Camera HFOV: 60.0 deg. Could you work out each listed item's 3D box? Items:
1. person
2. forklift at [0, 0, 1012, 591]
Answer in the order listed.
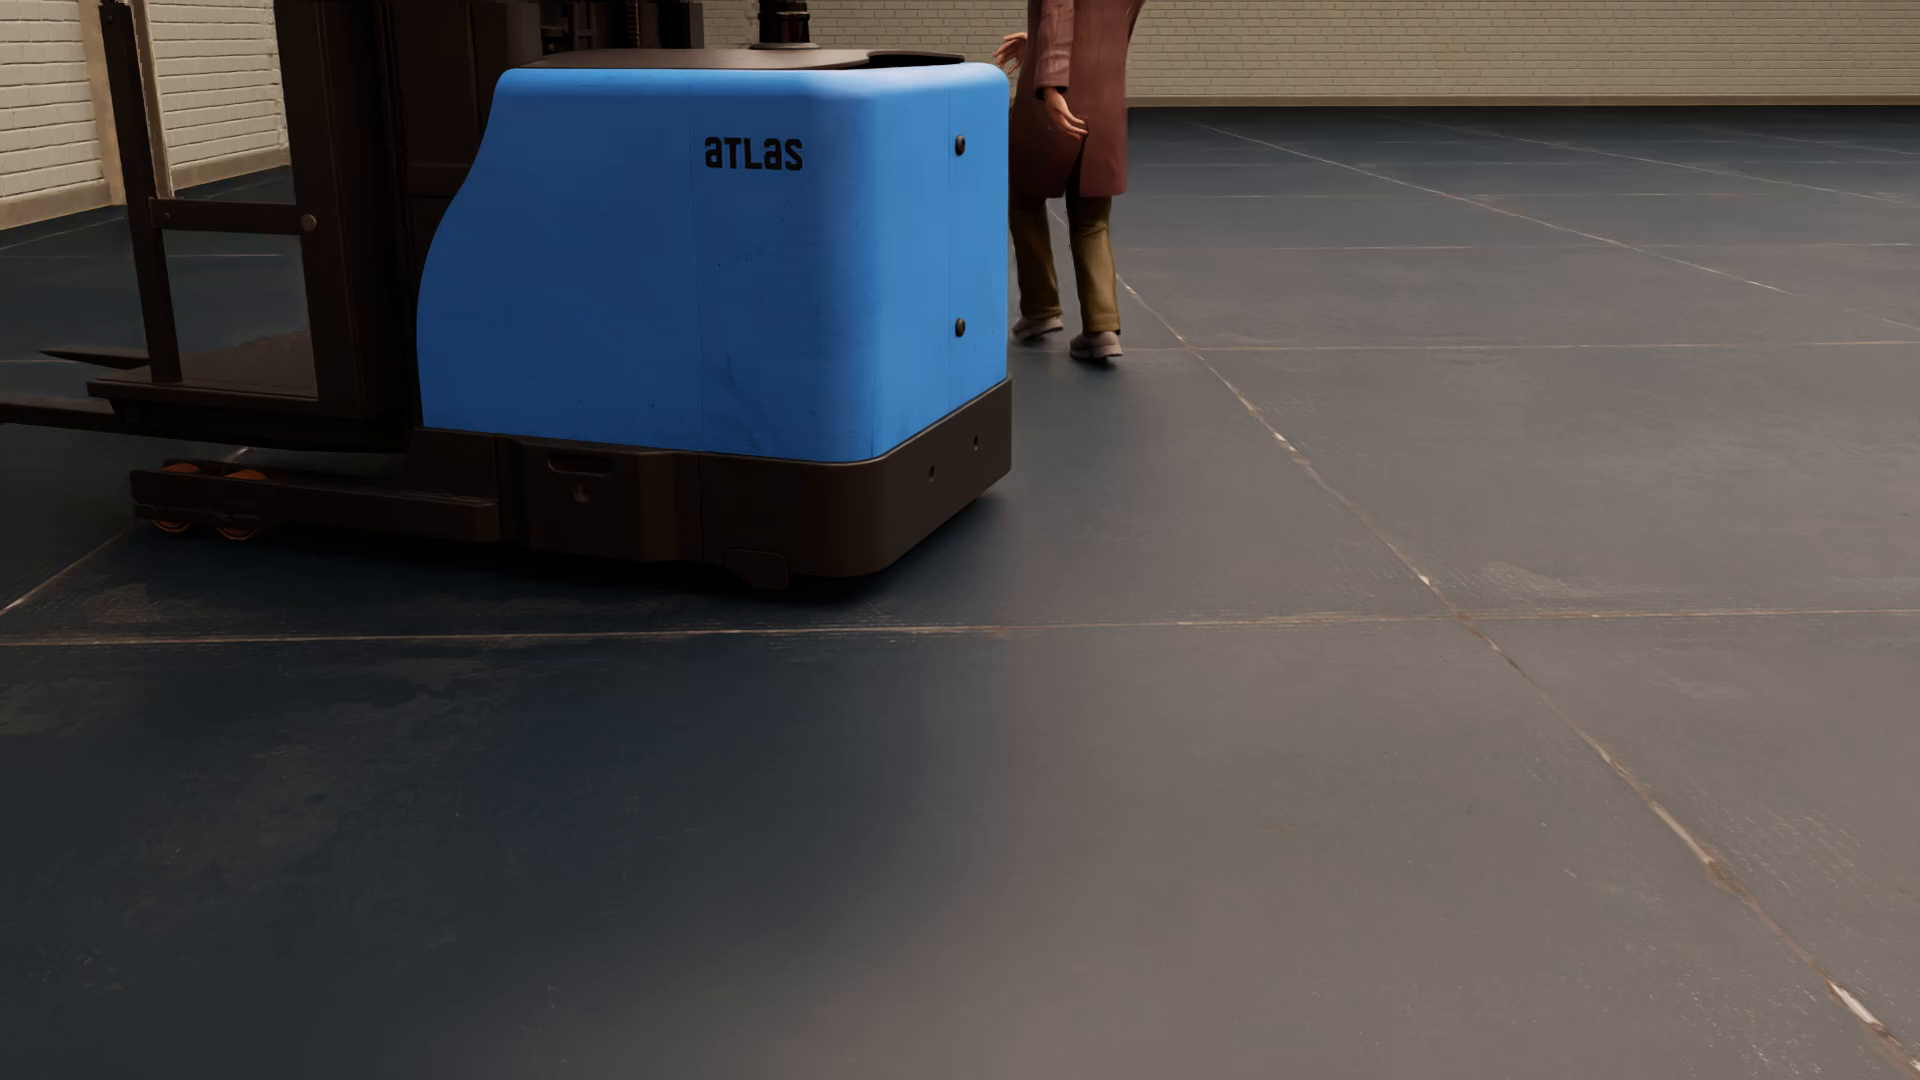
[{"bbox_3d":[0.390,-1.417,6.032,0.613,1.543,1.009,-6,18,-20],"label":"person"},{"bbox_3d":[-1.442,-1.538,3.934,3.031,2.935,1.130,6,18,18],"label":"forklift"}]
